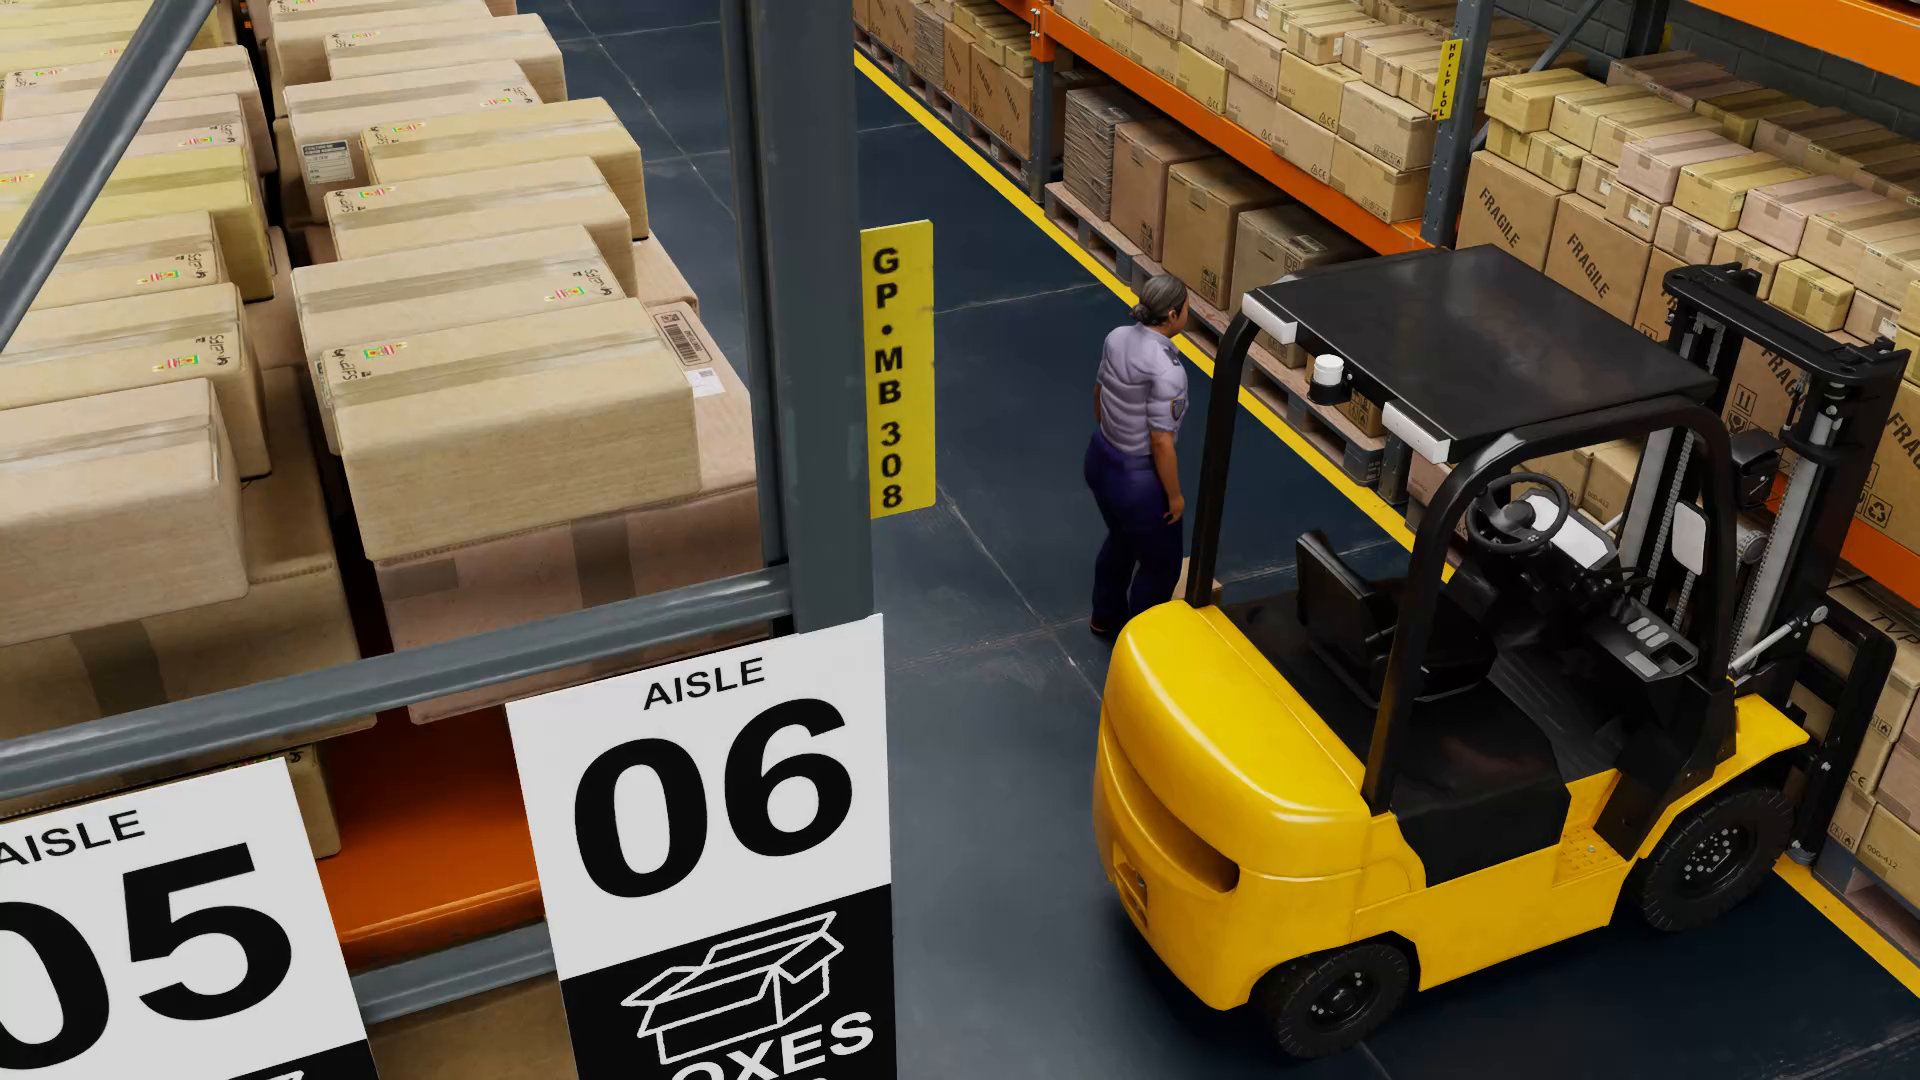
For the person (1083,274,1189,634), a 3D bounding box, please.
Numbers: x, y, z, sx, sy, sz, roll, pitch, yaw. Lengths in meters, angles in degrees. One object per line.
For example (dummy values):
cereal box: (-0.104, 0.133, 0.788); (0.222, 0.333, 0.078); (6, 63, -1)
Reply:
person: (0.711, -0.258, 6.536); (0.373, 1.650, 0.547); (-15, 36, -21)
